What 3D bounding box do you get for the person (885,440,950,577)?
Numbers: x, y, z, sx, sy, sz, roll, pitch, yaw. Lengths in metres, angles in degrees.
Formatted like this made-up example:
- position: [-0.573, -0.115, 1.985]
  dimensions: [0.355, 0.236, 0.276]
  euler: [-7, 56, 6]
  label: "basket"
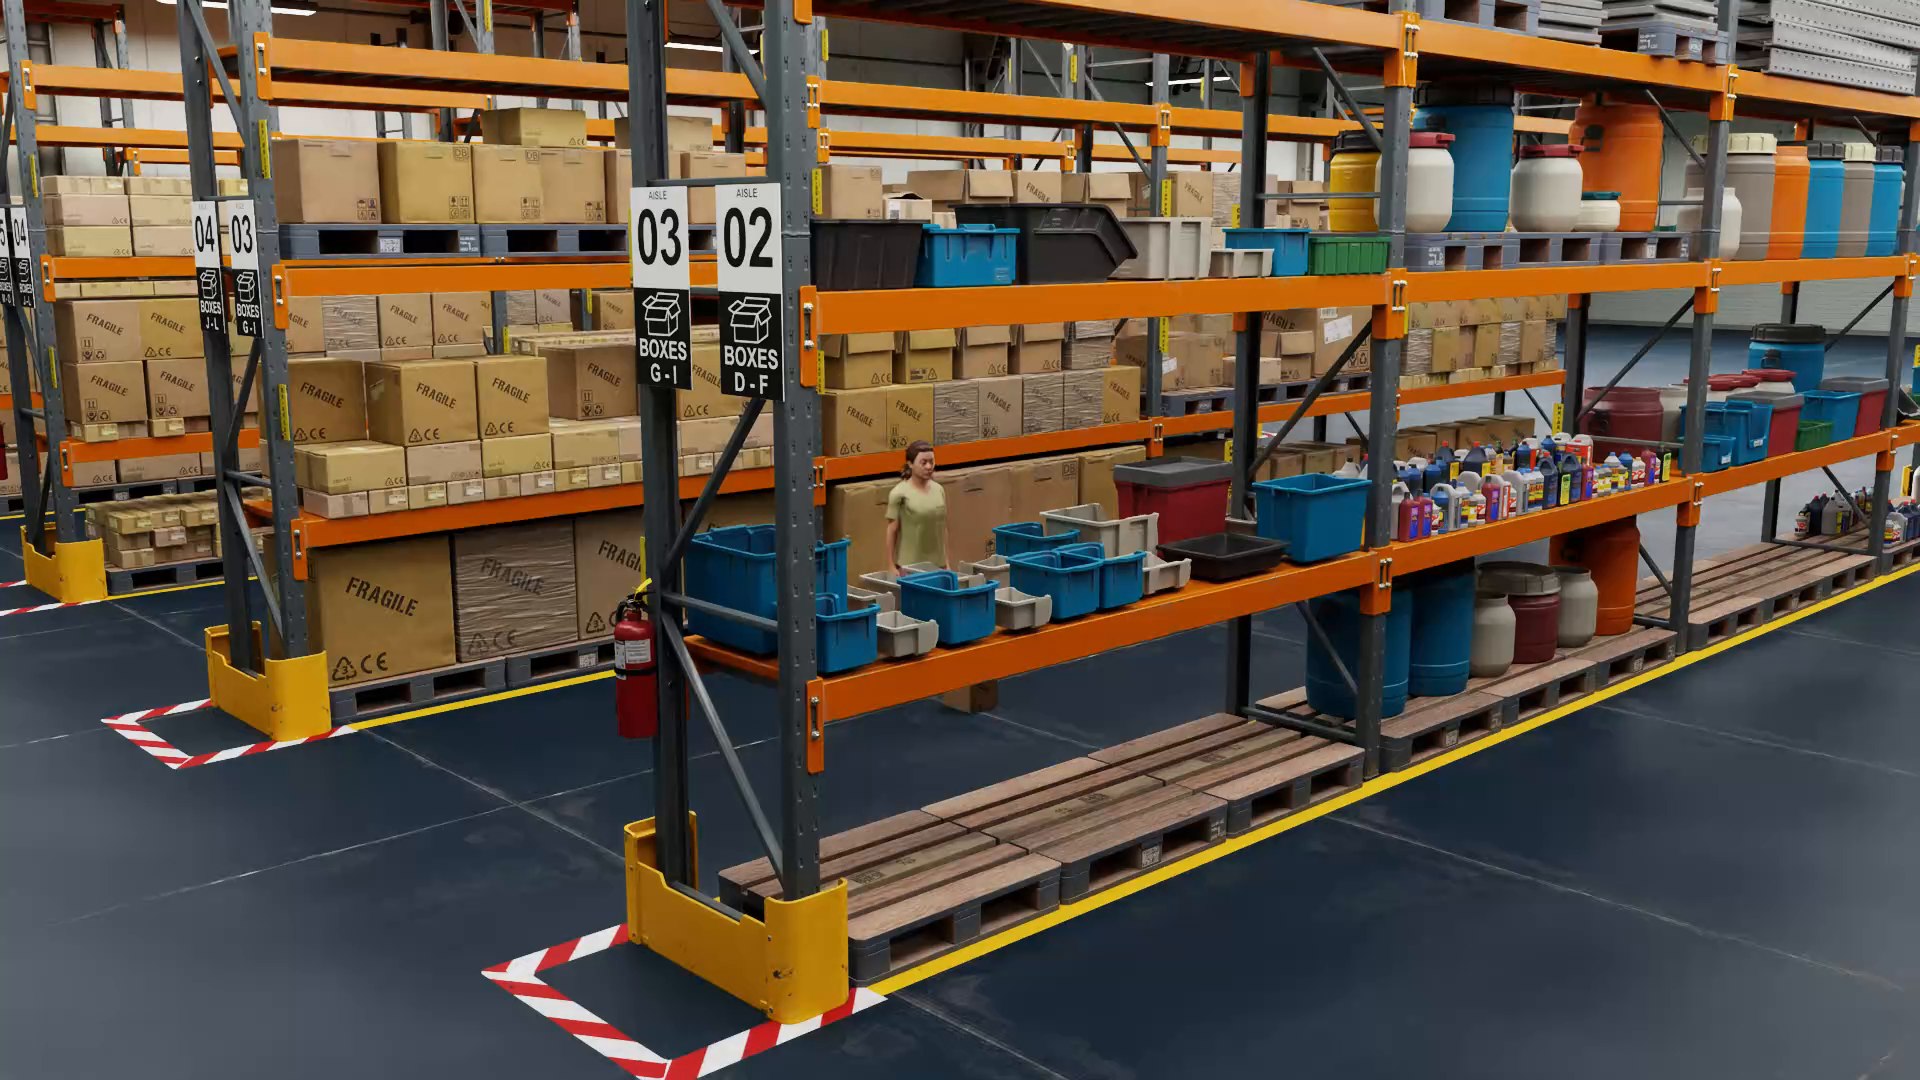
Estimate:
- position: [-0.232, 0.182, 10.938]
  dimensions: [0.521, 1.679, 0.396]
  euler: [-7, 13, -32]
  label: "person"
